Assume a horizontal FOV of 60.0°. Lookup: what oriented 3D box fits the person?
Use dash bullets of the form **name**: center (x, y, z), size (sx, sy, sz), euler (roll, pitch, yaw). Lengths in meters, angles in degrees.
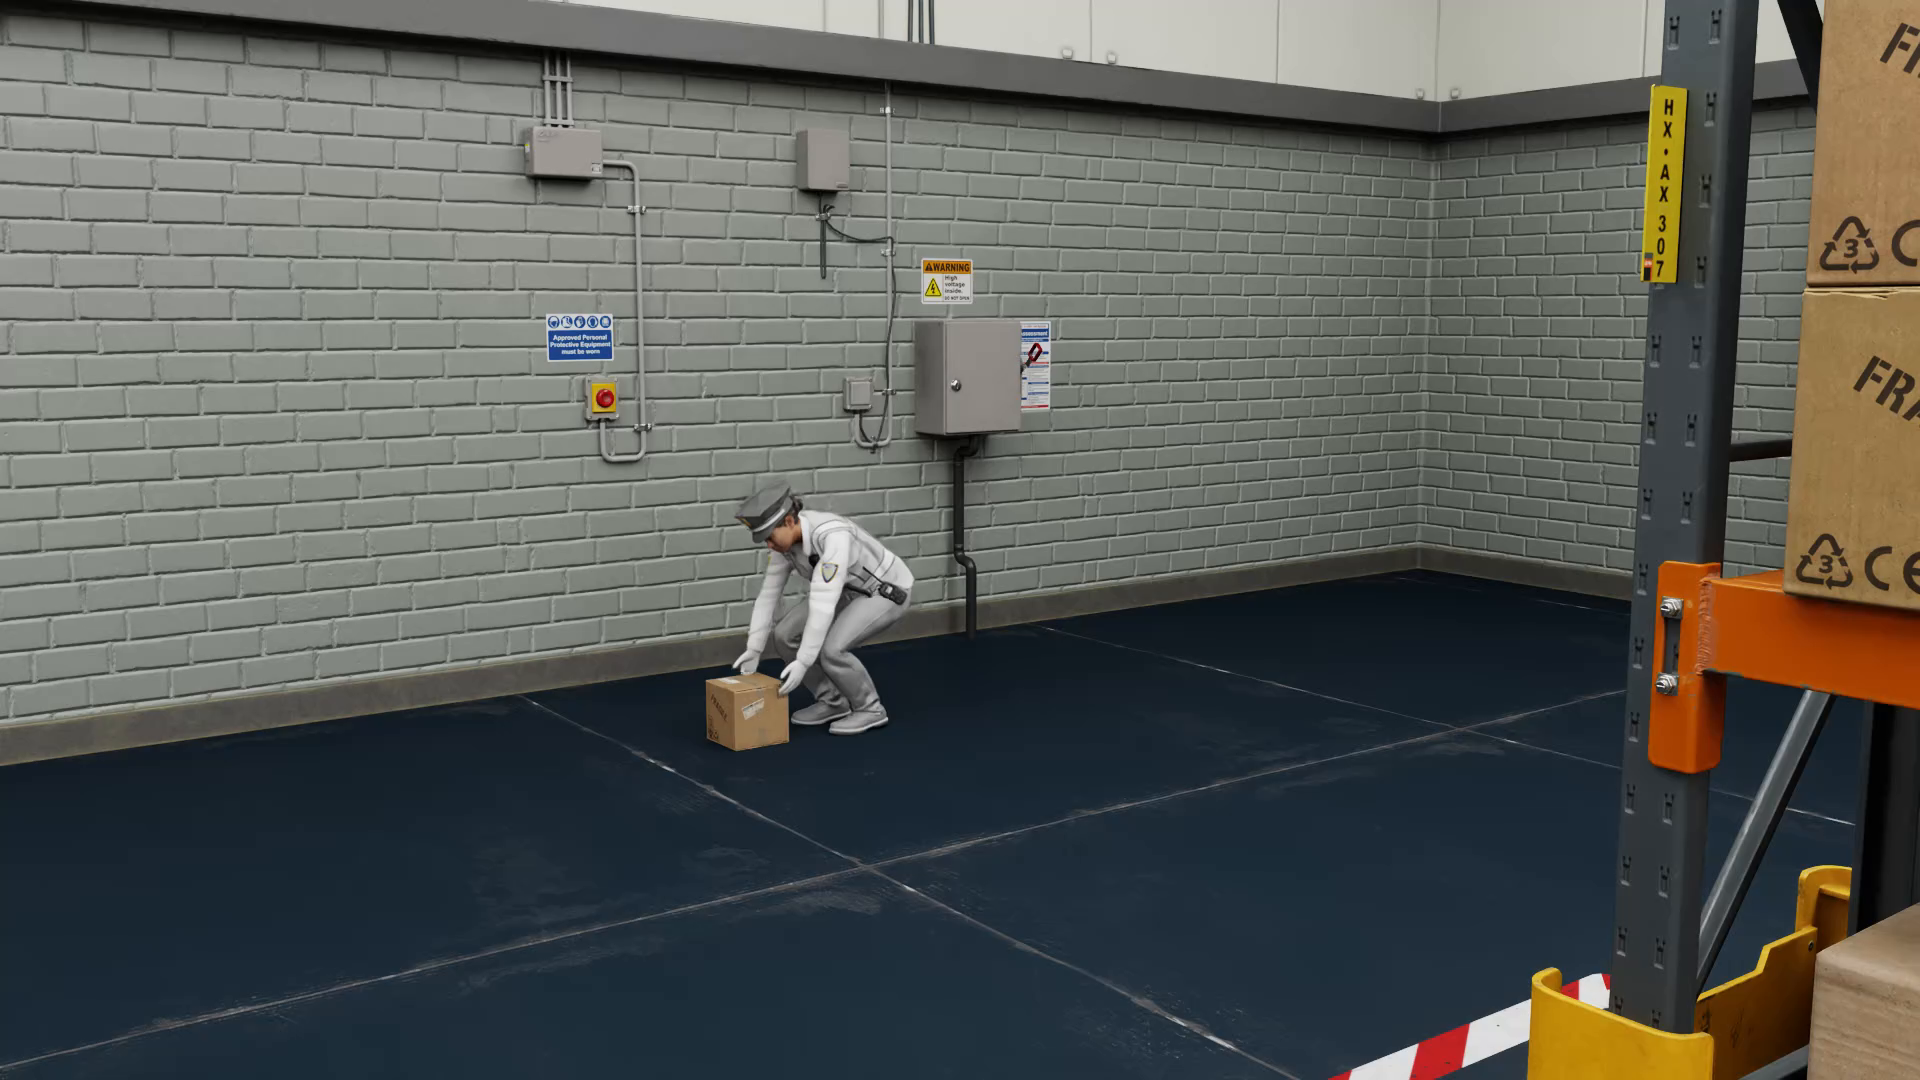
- **person**: center (-0.565, 0.277, 6.975), size (0.827, 1.075, 0.505), euler (-6, 10, -36)
